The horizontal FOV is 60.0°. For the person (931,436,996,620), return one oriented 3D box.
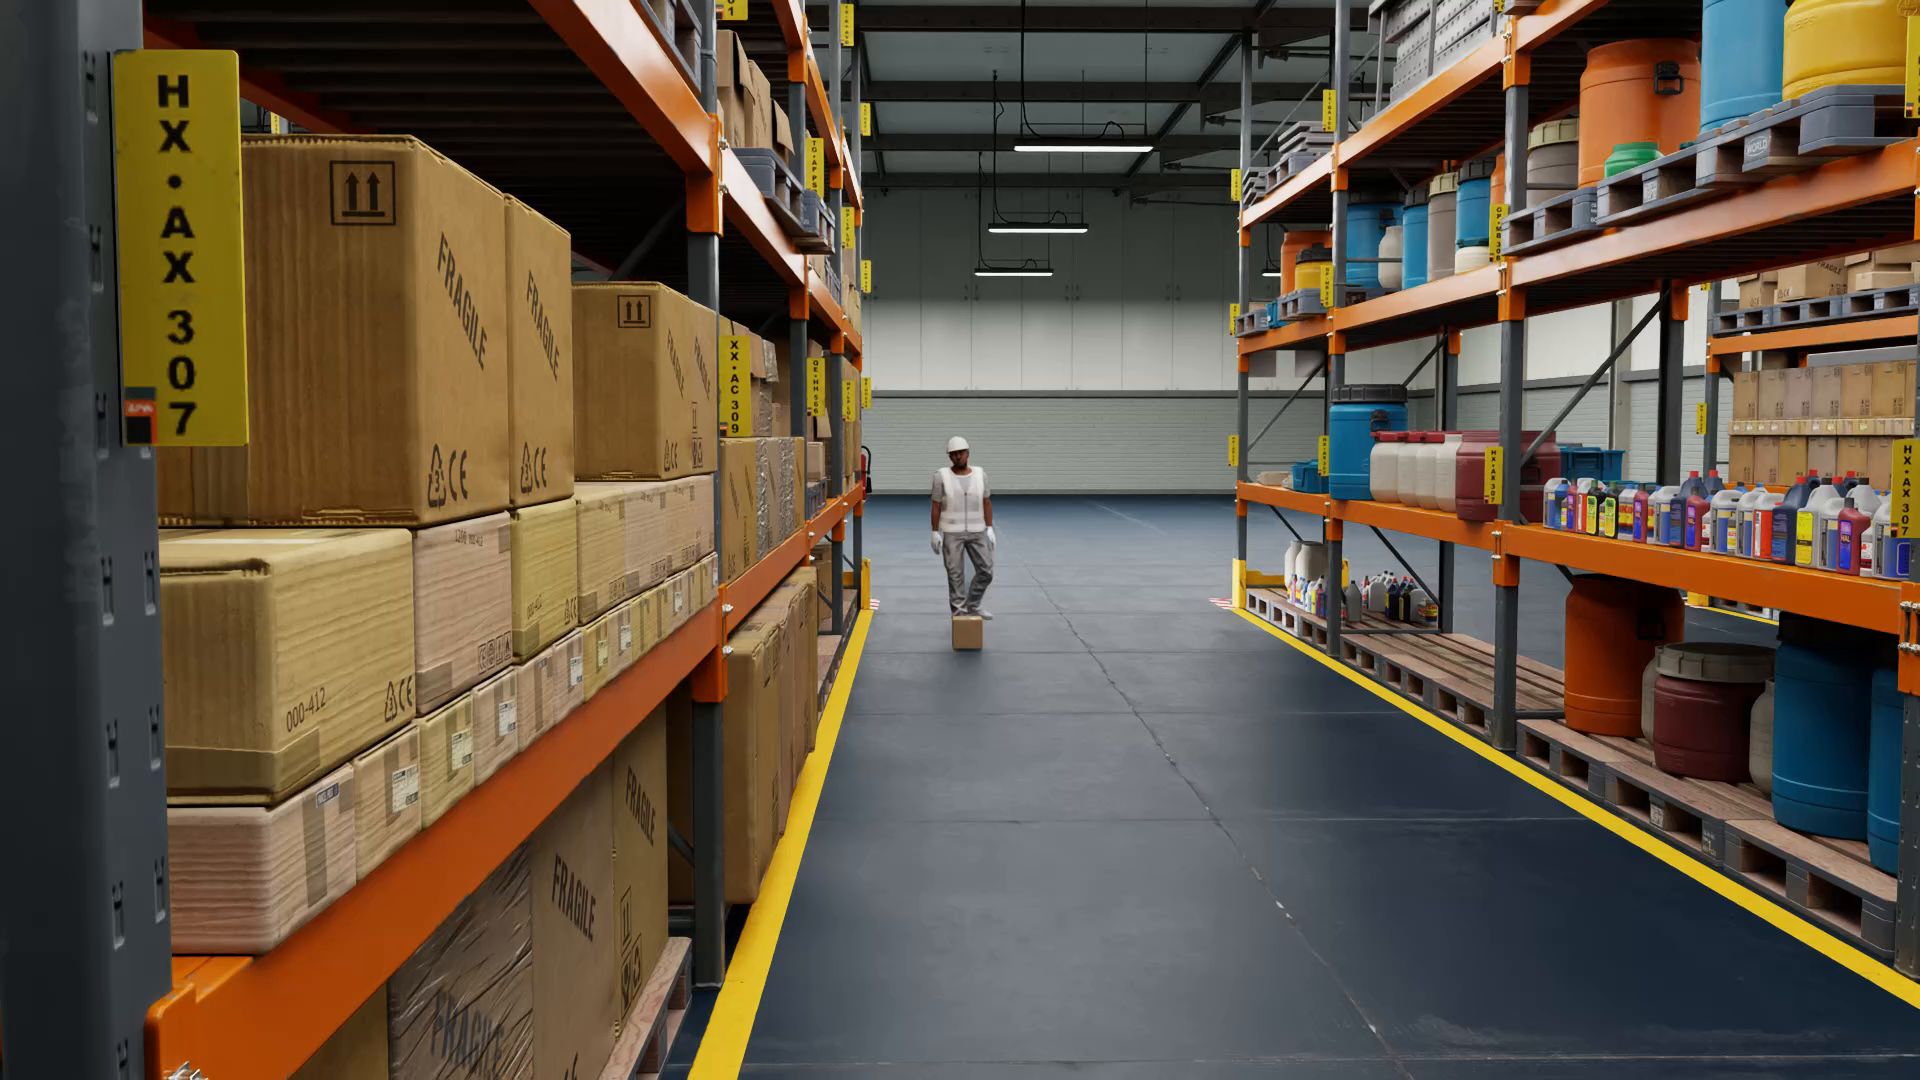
[{"bbox_3d":[0.037,-0.064,15.276,0.626,1.780,0.593,-1,4,-13],"label":"person"}]
